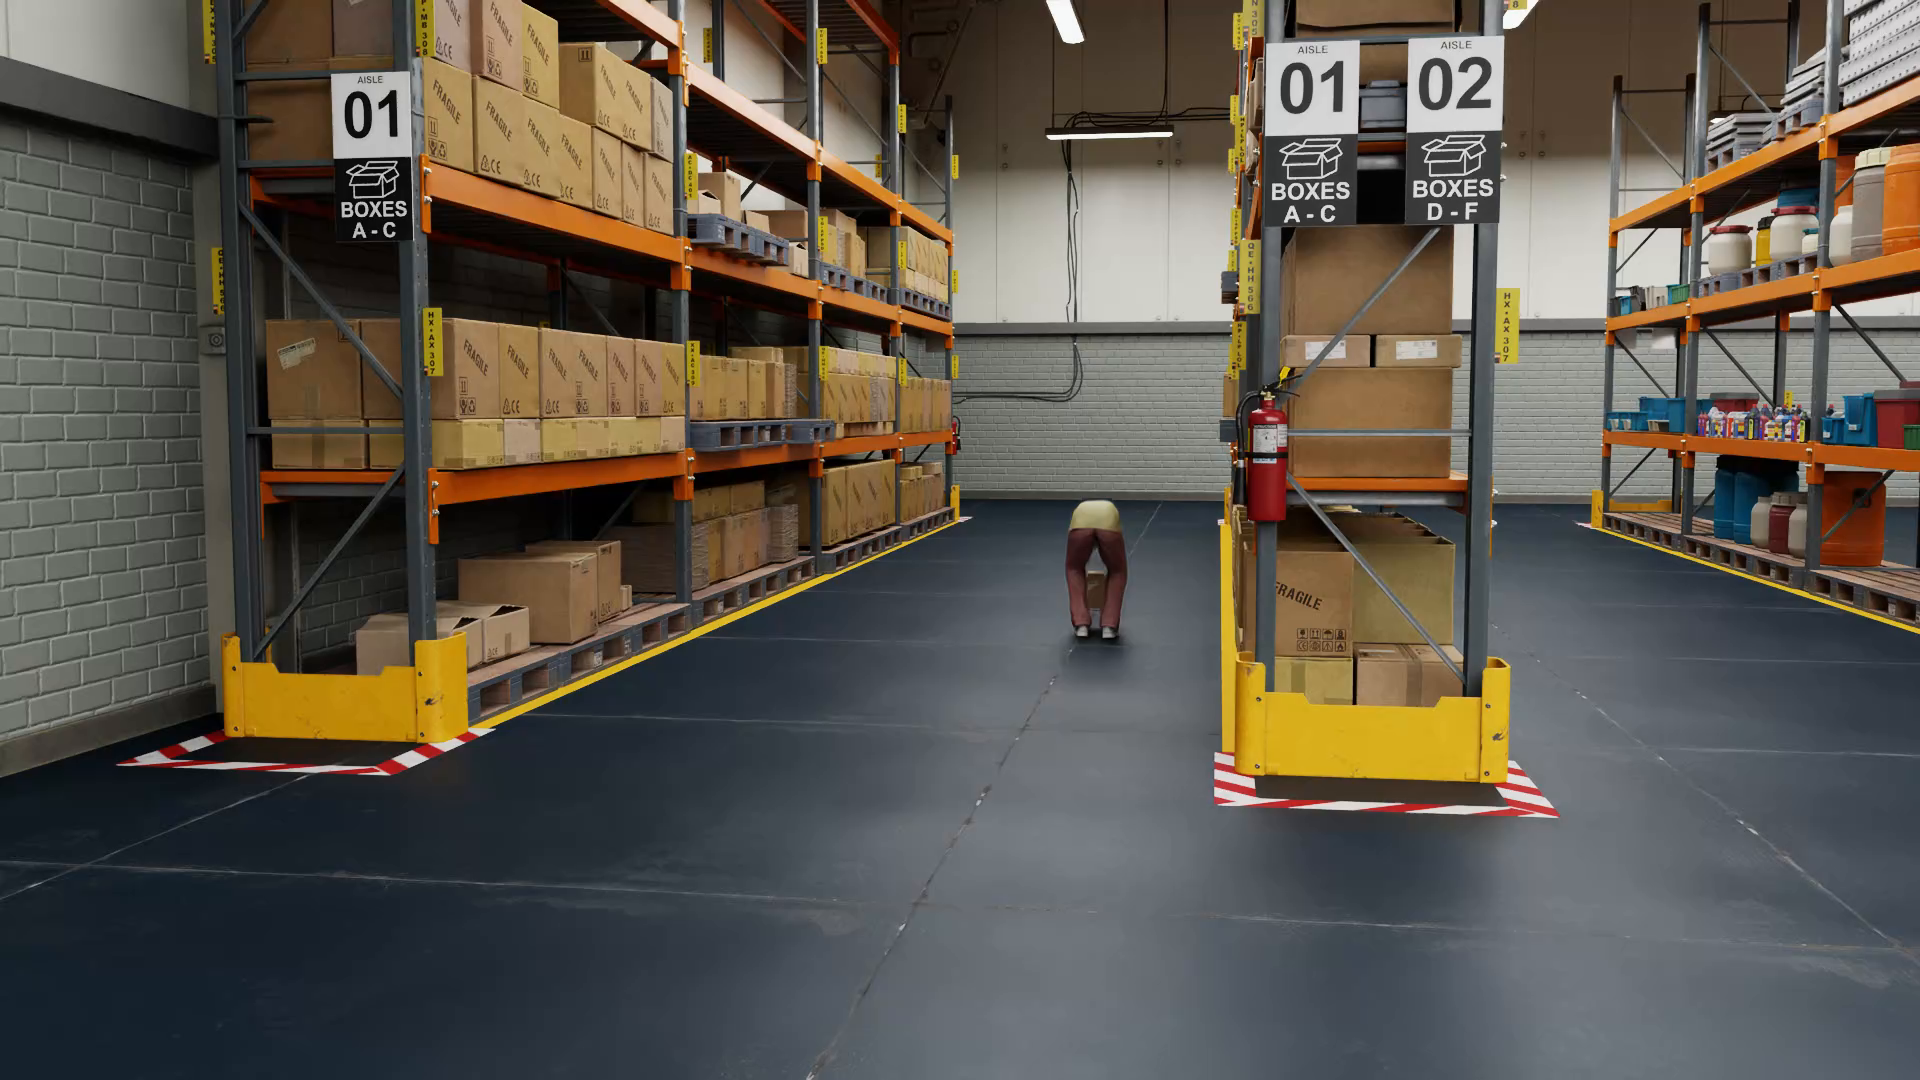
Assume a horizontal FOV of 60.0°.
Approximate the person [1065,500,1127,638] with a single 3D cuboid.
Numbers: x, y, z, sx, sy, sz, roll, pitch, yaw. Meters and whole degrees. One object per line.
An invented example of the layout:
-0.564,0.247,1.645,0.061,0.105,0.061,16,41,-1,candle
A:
0.978,0.188,11.919,0.442,0.973,0.860,0,5,6,person
